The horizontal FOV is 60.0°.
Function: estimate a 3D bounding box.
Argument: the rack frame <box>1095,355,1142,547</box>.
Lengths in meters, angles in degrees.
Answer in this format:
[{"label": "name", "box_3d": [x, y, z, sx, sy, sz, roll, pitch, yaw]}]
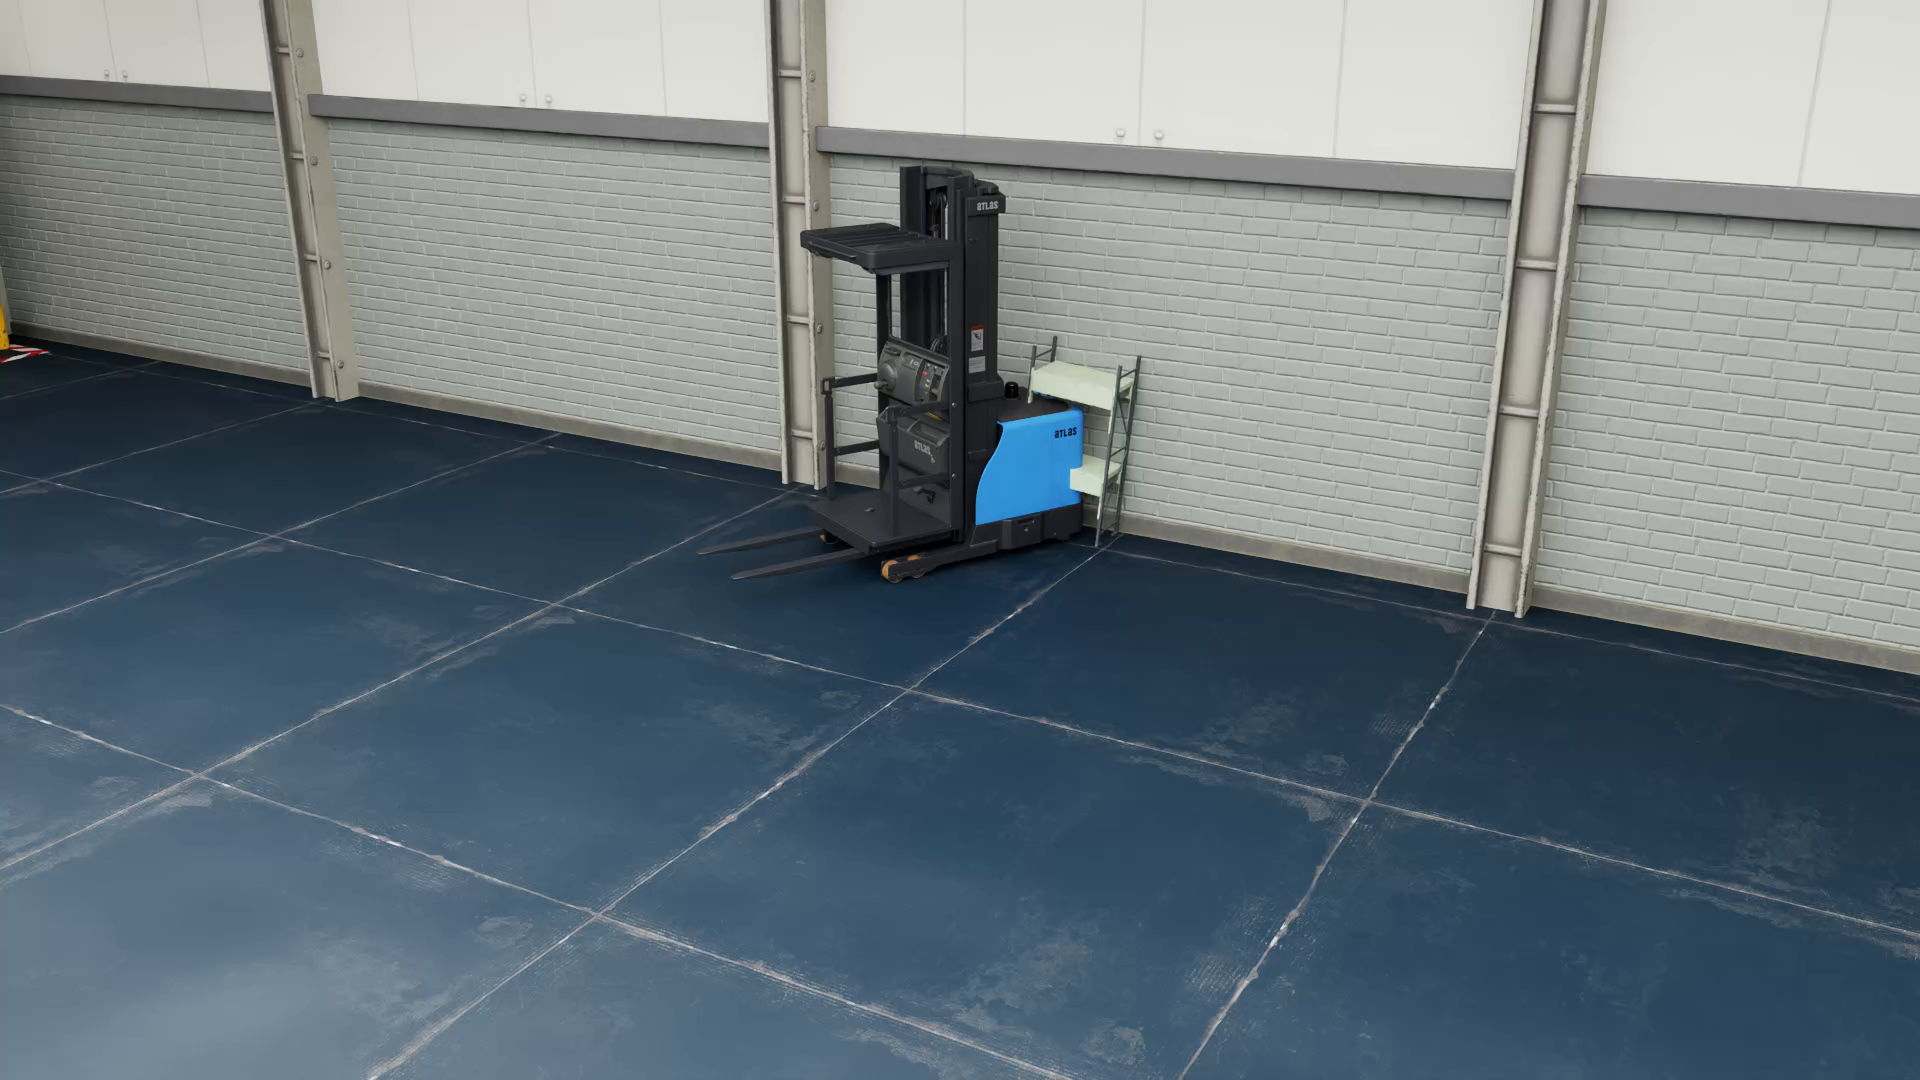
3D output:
[{"label": "rack frame", "box_3d": [1.243, -0.692, 13.084, 0.023, 1.500, 0.400, 17, 25, 25]}]

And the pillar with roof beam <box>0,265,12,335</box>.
[{"label": "pillar with roof beam", "box_3d": [-13.910, -5.465, 15.234, 0.400, 9.000, 9.100, 11, 23, 27]}]

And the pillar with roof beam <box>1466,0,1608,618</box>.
[{"label": "pillar with roof beam", "box_3d": [1.804, -2.471, 6.982, 0.400, 9.000, 9.100, 11, 23, 27]}]

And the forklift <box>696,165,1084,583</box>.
[{"label": "forklift", "box_3d": [-0.530, -1.262, 12.546, 3.031, 2.935, 1.130, -12, 23, -31]}]

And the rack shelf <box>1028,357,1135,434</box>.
[{"label": "rack shelf", "box_3d": [0.959, -1.145, 13.088, 0.720, 0.370, 0.431, 17, 25, 25]}]

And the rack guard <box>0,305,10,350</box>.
[{"label": "rack guard", "box_3d": [-11.621, -2.363, 19.147, 0.348, 0.500, 1.175, 11, 23, 27]}]

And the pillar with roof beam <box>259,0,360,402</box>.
[{"label": "pillar with roof beam", "box_3d": [-8.672, -4.467, 12.483, 0.400, 9.000, 9.100, 11, 23, 27]}]

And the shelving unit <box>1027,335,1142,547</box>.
[{"label": "shelving unit", "box_3d": [0.925, -0.787, 13.239, 0.755, 1.500, 0.431, 17, 25, 25]}]

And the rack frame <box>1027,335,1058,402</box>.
[{"label": "rack frame", "box_3d": [0.607, -0.882, 13.393, 0.023, 1.500, 0.400, 17, 25, 25]}]

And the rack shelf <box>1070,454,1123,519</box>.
[{"label": "rack shelf", "box_3d": [0.896, -0.488, 13.365, 0.720, 0.370, 0.431, 17, 25, 25]}]

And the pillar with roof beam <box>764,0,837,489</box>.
[{"label": "pillar with roof beam", "box_3d": [-3.434, -3.469, 9.733, 0.400, 9.000, 9.100, 11, 23, 27]}]
